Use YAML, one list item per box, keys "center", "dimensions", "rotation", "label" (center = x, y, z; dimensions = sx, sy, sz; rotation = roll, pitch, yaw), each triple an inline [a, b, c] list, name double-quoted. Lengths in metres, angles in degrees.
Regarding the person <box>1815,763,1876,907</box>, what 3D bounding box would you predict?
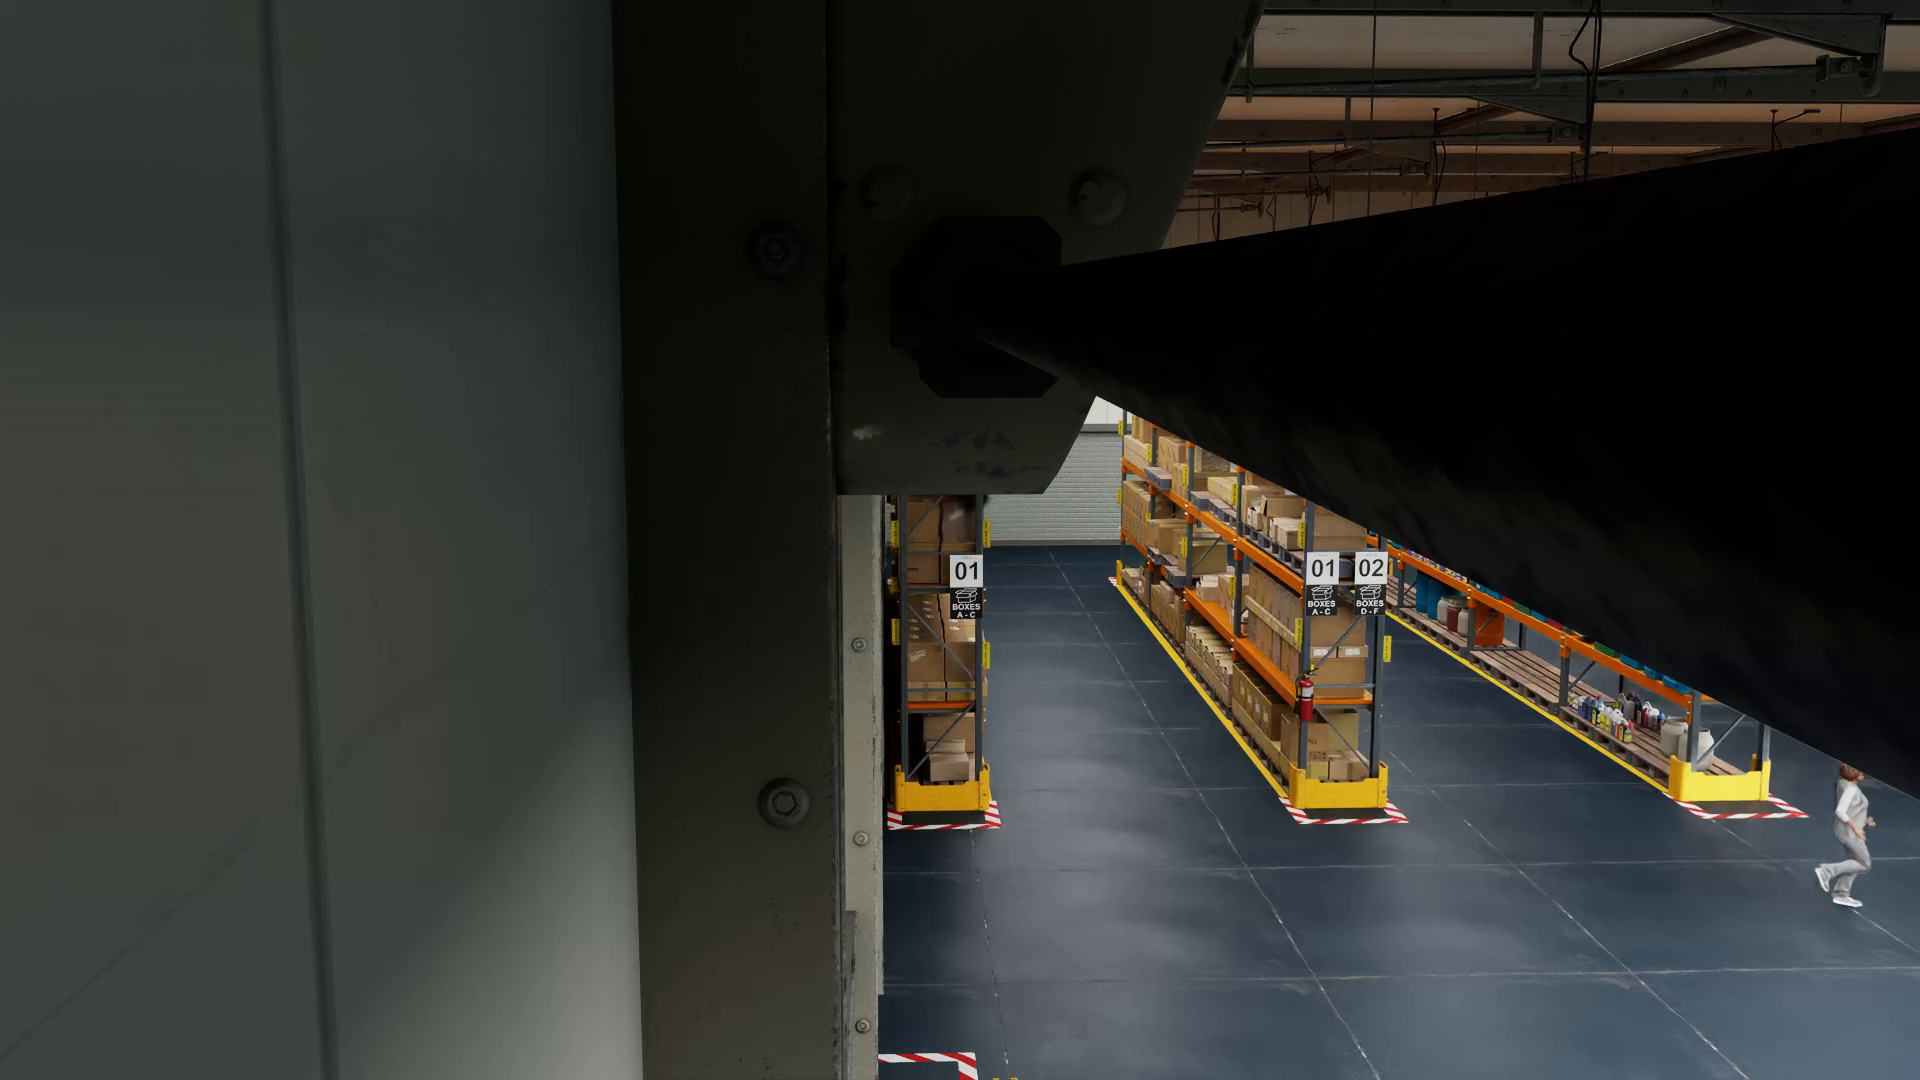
- center: [9.206, 3.047, 17.270]
  dimensions: [0.547, 1.541, 0.537]
  rotation: [3, 9, 21]
  label: "person"
